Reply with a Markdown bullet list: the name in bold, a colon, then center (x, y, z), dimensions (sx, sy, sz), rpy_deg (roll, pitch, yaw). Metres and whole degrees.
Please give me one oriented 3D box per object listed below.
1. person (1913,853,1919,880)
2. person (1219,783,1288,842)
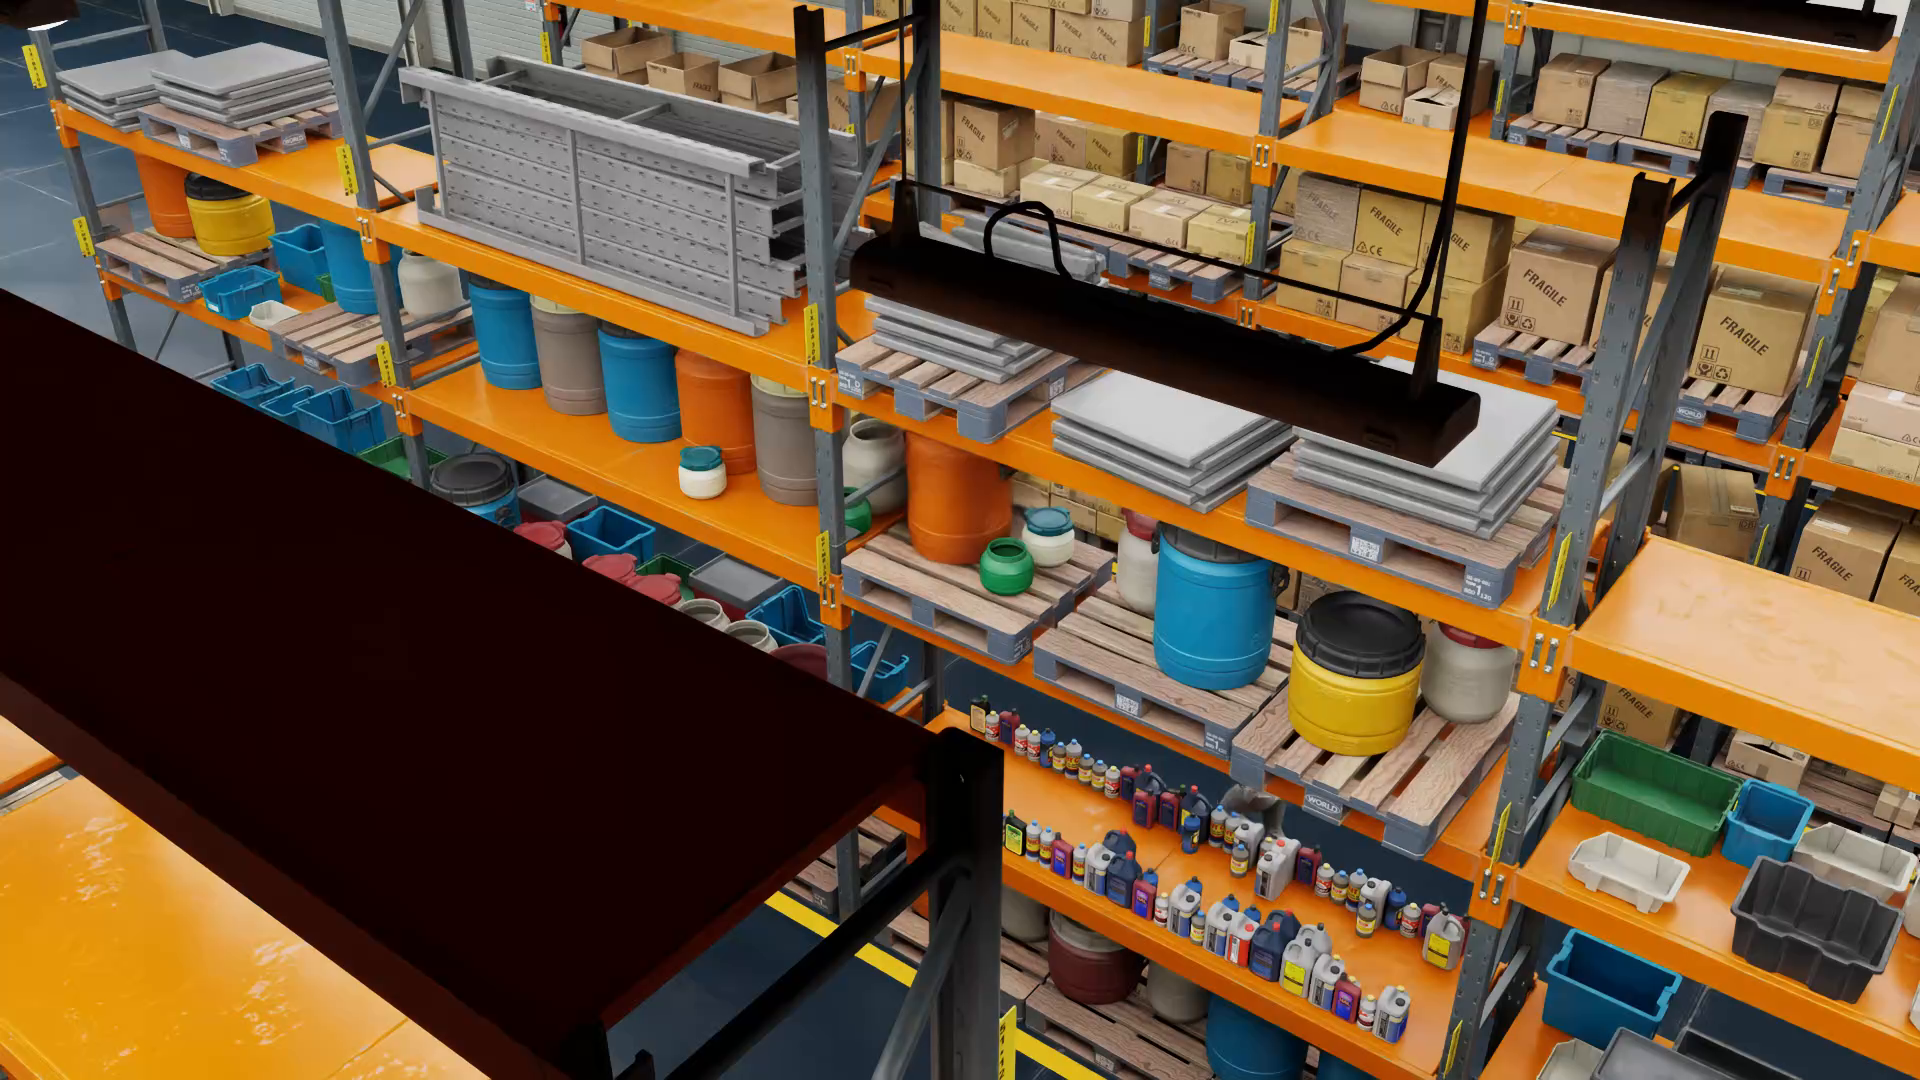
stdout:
- **person**: center (5.969, 2.136, 10.114), dimensions (1.099, 1.714, 0.564), rpy_deg (19, 36, 28)
- **person**: center (2.028, 1.635, 11.061), dimensions (0.604, 1.617, 0.714), rpy_deg (-24, 39, -33)
